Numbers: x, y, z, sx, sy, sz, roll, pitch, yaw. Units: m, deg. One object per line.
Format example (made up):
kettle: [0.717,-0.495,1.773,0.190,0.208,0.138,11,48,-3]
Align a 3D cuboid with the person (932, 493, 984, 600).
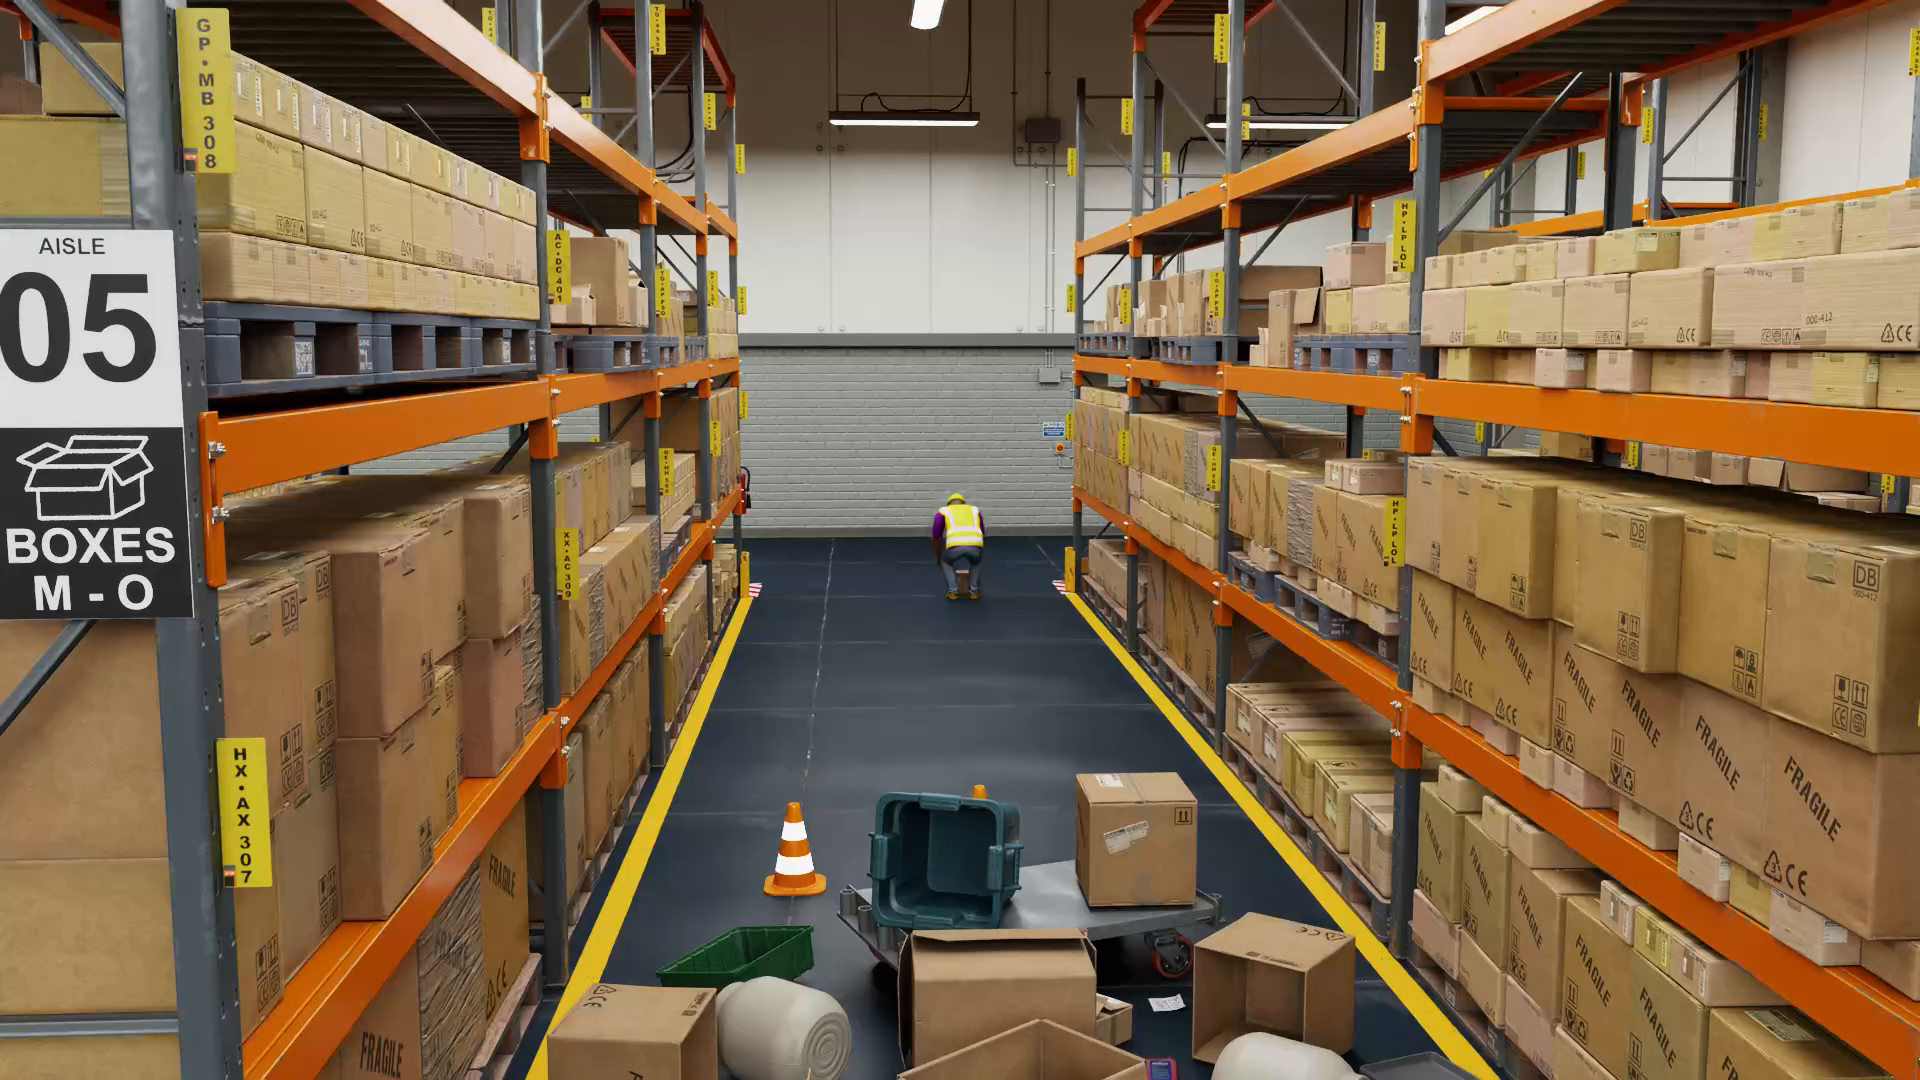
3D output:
person: [-0.012,0.078,19.409,0.619,1.196,0.847,0,7,-4]
